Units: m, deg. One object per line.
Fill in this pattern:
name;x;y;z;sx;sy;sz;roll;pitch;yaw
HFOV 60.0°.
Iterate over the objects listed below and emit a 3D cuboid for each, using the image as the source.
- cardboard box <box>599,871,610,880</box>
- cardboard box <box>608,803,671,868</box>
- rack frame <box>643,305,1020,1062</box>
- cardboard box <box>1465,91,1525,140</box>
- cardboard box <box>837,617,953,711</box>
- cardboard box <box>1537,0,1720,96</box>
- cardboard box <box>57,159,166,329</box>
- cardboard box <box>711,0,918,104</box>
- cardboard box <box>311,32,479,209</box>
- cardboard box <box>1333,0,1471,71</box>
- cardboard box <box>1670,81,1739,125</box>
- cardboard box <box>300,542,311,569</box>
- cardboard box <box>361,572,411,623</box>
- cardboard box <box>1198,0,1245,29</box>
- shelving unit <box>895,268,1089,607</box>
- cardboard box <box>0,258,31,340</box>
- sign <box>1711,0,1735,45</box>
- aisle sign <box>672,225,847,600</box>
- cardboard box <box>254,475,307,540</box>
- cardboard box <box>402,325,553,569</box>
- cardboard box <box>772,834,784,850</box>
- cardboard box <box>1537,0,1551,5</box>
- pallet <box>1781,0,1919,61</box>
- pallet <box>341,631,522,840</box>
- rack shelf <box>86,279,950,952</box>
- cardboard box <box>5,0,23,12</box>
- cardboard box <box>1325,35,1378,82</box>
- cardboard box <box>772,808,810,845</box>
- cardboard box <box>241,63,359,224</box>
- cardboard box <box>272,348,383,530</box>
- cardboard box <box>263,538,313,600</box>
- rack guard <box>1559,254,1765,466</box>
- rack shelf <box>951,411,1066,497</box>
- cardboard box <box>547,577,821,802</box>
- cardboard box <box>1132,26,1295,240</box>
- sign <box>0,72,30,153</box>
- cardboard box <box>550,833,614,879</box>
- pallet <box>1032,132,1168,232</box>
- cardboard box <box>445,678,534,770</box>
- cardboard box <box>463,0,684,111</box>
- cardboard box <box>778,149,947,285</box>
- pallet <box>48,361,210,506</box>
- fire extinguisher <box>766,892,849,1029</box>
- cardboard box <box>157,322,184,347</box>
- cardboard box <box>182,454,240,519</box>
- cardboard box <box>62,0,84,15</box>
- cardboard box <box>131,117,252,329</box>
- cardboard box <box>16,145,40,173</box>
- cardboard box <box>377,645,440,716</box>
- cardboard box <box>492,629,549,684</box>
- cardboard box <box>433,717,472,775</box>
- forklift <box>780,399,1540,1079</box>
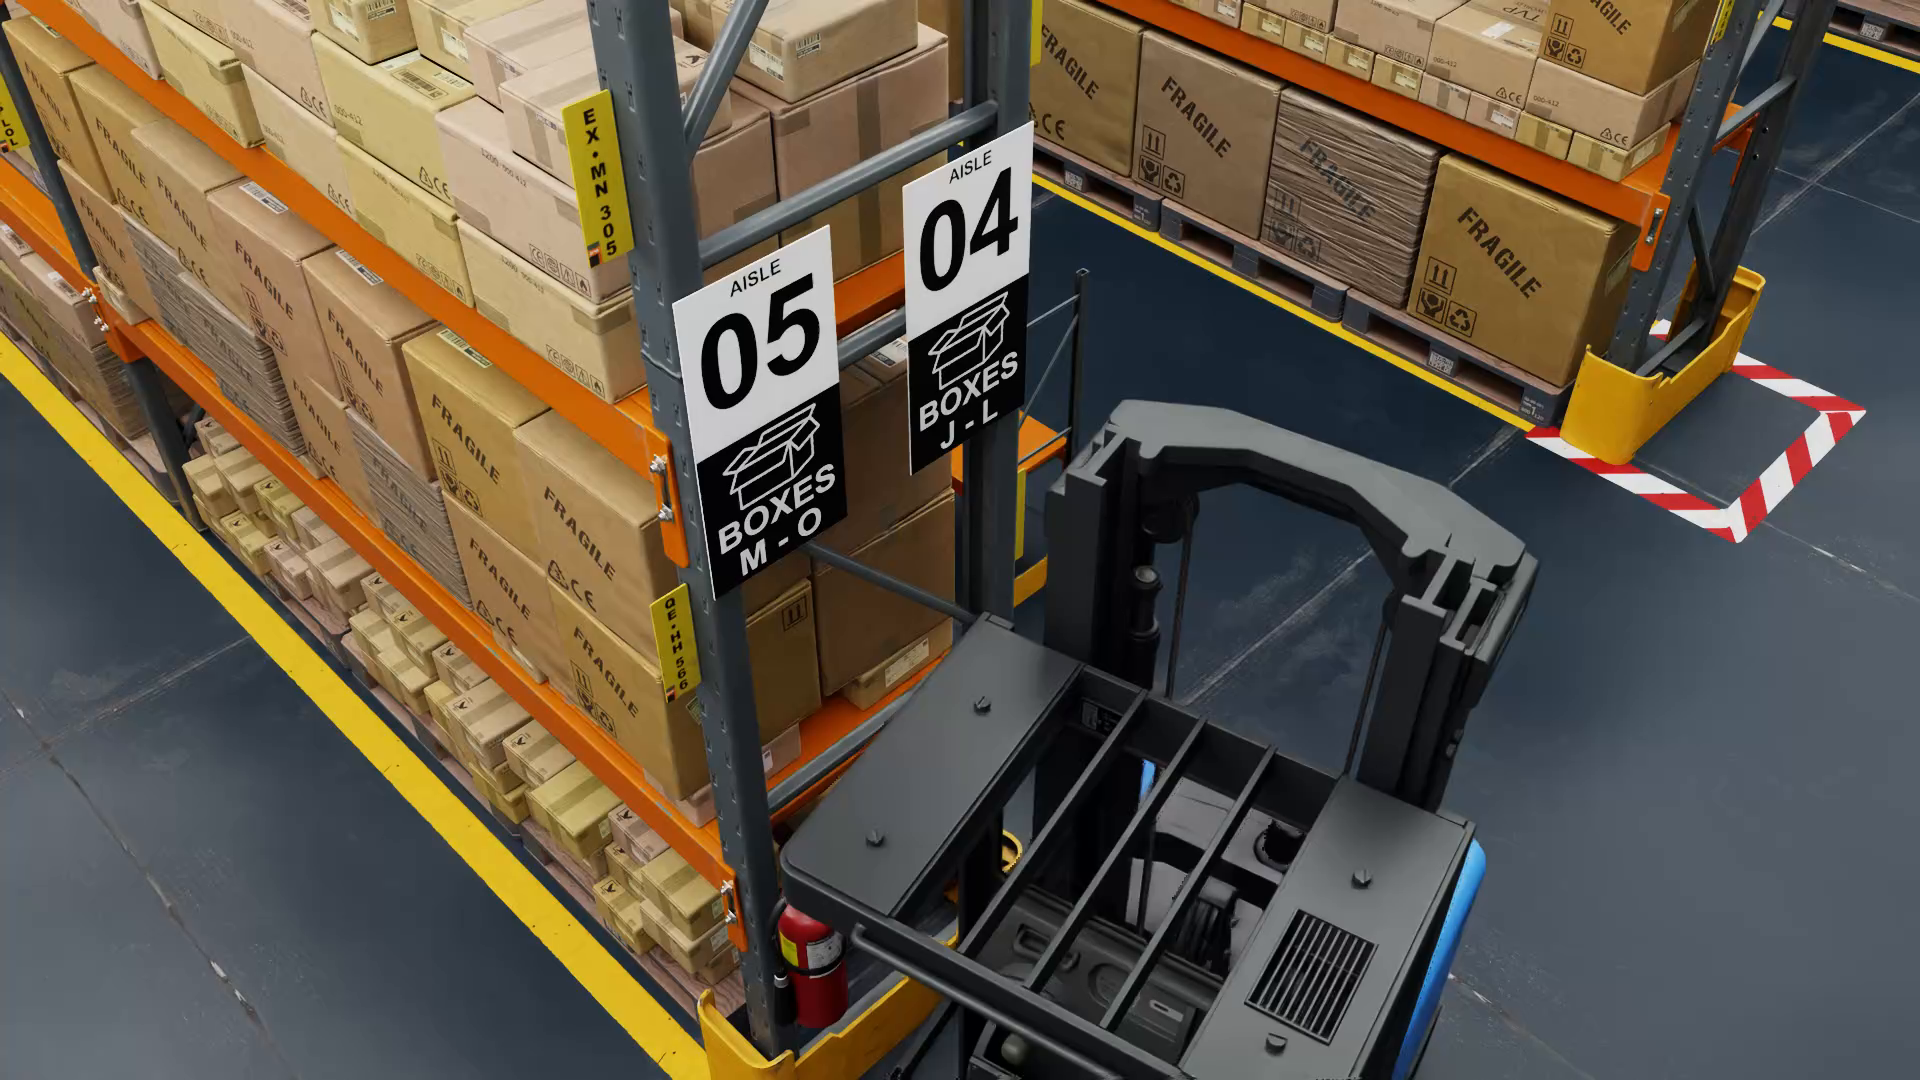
cardboard box;-1.141;1.022;5.843;0.250;0.149;0.380;34;52;31
cardboard box;-0.933;0.918;5.516;0.380;0.149;0.250;-33;52;-31
rack frame;-0.243;0.525;4.589;1.000;3.000;0.127;-34;53;-31
cardboard box;2.494;-1.970;7.475;0.380;0.149;0.250;-34;52;-31
cardboard box;-0.239;0.305;5.013;0.250;0.149;0.380;34;52;31
cardboard box;2.810;-2.241;6.921;0.500;0.500;0.500;-33;52;-31
cardboard box;-2.896;-1.184;6.146;0.500;0.500;0.500;33;52;31
cardboard box;-0.310;-1.116;3.603;0.250;0.149;0.380;34;52;31
cardboard box;-1.110;-1.050;3.825;0.500;0.250;0.500;33;52;30
cardboard box;2.093;-2.452;7.702;0.500;0.250;0.500;32;52;30
cardboard box;3.324;-2.040;7.550;0.380;0.149;0.250;-33;52;-31
cardboard box;-2.409;0.024;6.704;0.250;0.149;0.380;32;51;30
cardboard box;-2.032;0.168;6.328;0.250;0.149;0.380;32;51;30
cardboard box;1.405;-2.709;8.274;0.380;0.149;0.250;-33;52;-31
shelving unit;-0.054;-0.587;6.898;0.587;1.500;1.083;-34;53;-31
cardboard box;-4.490;-1.363;8.165;0.500;0.500;0.500;33;52;31
sign;2.947;-2.062;6.361;0.100;0.325;0.005;-34;53;-31
aisle sign;-0.403;-0.251;3.513;0.394;0.787;0.004;-34;53;-31
cardboard box;-2.605;-0.199;6.725;0.250;0.149;0.380;33;52;31
cardboard box;-1.100;-0.332;4.487;0.500;0.500;0.500;32;52;30
cardboard box;-0.629;0.926;5.946;0.250;0.149;0.380;34;53;31
cardboard box;2.821;-2.464;7.715;0.500;0.250;0.500;34;52;31
pallet;6.292;-3.568;11.073;1.003;0.211;1.213;-34;53;-31
pallet;-1.702;0.519;6.650;1.003;0.211;1.213;-34;53;-31
rack shelf;-1.655;-0.172;5.873;1.077;0.370;4.000;-34;53;-31
cardboard box;-4.046;-2.157;6.928;0.250;0.149;0.380;34;53;31
cardboard box;1.950;-2.339;7.873;0.380;0.149;0.250;-34;52;-31
cardboard box;-0.431;0.934;5.719;0.380;0.149;0.250;-32;51;-30
cardboard box;-1.457;-1.100;4.247;0.500;0.250;0.500;-32;51;-30
cardboard box;-1.812;-0.447;5.348;0.500;0.500;0.500;-31;51;-29
cardboard box;-2.637;0.047;6.897;0.250;0.149;0.380;34;52;31
rack guard;3.358;-0.874;7.945;1.175;0.500;0.348;-34;53;-31
rack shelf;-0.060;-0.460;7.025;0.538;0.185;1.000;-34;53;-31
cardboard box;-0.742;0.287;4.554;0.500;0.500;0.500;-33;52;-31
cardboard box;1.561;-2.311;8.915;0.875;0.875;0.875;-34;53;-31
sign;-3.458;-1.554;5.986;0.100;0.325;0.005;-34;53;-31
cardboard box;-1.186;0.943;5.709;0.250;0.149;0.380;32;52;30
pallet;0.997;-2.298;9.699;1.003;0.211;1.213;-34;53;-31
cardboard box;-1.573;0.598;5.863;0.380;0.149;0.250;-32;52;-30
cardboard box;-0.805;-1.026;3.505;0.380;0.149;0.250;-33;52;-31
cardboard box;-0.379;-0.860;3.988;0.500;0.250;0.500;-32;52;-30
pallet;-3.618;-0.746;8.019;1.003;0.211;1.213;-34;53;-31
fire extinguisher;-0.391;1.033;4.371;0.296;0.674;0.183;-34;53;-31
cardboard box;-2.864;-0.923;6.341;0.380;0.149;0.250;-33;52;-30
cardboard box;-3.038;-0.286;7.038;0.380;0.149;0.250;-32;51;-30
cardboard box;-2.567;-1.858;5.068;0.500;0.250;0.500;33;52;31
cardboard box;-2.210;-1.078;5.294;0.500;0.500;0.500;-33;52;-31
cardboard box;-3.672;-1.679;6.850;0.380;0.149;0.250;-34;52;-31
cardboard box;-1.942;0.449;6.243;0.380;0.149;0.250;-34;52;-31
cardboard box;-1.206;0.234;5.089;0.380;0.149;0.250;-33;52;-30
cardboard box;-1.728;0.676;6.217;0.380;0.149;0.250;-33;52;-31
forklift;0.351;1.272;3.832;1.130;2.935;3.031;23;47;22
